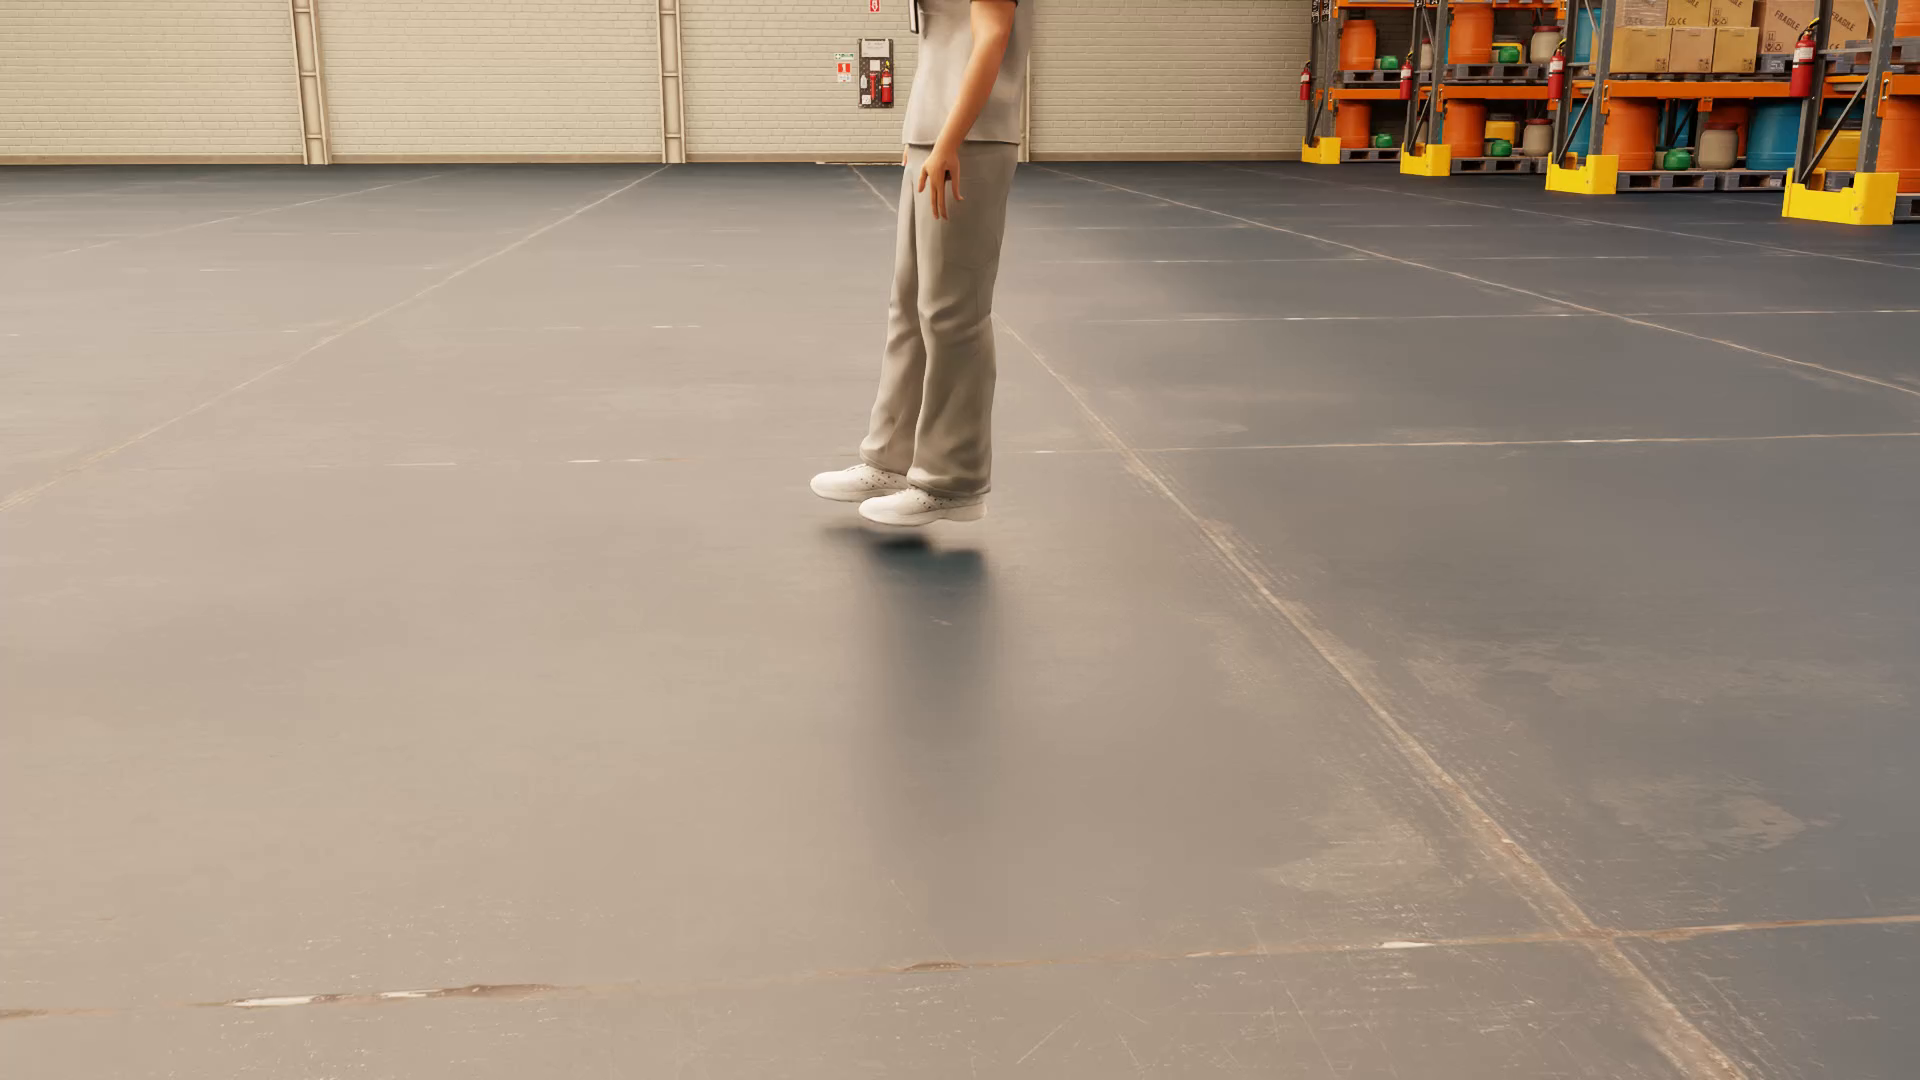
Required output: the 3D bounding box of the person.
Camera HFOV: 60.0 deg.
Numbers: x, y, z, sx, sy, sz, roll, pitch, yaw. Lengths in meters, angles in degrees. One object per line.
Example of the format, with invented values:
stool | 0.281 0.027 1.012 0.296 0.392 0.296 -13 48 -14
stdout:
person | -0.074 -0.858 3.716 0.549 1.675 0.549 -1 15 -5
